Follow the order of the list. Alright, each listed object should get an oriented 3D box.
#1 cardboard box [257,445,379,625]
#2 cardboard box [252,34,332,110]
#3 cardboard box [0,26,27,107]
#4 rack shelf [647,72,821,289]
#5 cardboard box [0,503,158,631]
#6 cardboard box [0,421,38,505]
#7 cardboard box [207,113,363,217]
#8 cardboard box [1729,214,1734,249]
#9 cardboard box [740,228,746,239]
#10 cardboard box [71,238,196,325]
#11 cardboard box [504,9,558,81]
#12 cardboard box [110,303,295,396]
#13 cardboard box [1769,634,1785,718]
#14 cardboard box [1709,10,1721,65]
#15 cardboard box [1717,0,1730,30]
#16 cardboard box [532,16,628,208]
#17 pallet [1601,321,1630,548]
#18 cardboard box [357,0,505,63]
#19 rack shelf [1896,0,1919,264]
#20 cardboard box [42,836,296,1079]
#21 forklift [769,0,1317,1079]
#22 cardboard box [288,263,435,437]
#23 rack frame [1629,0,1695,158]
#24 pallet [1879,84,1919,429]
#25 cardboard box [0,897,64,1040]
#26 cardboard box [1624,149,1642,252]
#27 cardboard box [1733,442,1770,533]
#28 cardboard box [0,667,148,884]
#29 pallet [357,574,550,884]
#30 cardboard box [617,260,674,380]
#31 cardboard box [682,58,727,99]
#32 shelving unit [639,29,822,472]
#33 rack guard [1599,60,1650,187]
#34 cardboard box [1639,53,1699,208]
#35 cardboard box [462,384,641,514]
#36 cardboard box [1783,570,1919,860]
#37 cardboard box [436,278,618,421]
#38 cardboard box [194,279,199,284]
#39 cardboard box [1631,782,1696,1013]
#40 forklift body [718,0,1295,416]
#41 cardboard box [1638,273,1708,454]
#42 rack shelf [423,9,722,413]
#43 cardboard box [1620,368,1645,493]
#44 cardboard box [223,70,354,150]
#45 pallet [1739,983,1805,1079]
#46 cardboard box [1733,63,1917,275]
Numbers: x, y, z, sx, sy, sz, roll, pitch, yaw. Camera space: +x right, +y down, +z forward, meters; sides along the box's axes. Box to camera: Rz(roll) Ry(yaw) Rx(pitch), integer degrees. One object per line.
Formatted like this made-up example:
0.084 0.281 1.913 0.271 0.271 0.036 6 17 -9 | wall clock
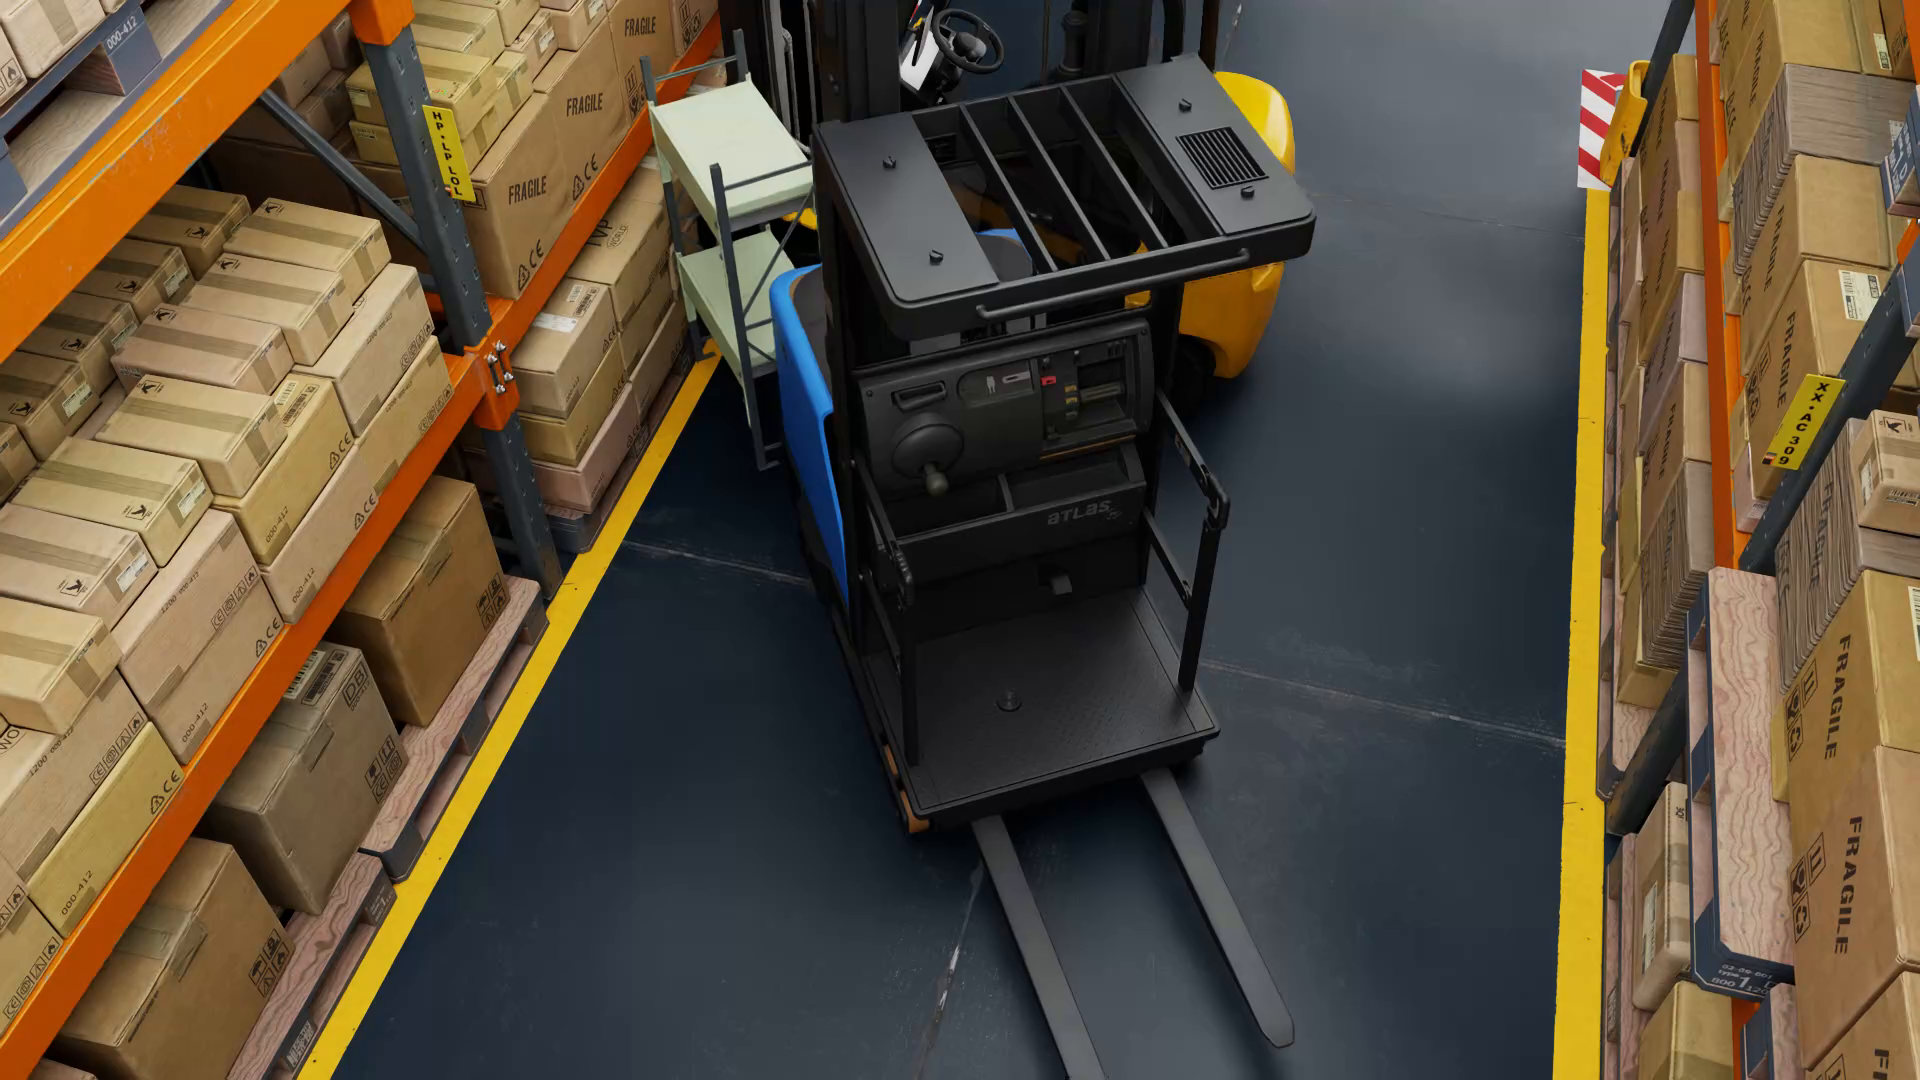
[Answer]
-2.060 -0.064 4.825 0.500 0.250 0.500 11 50 10 | cardboard box
-2.260 -1.531 5.322 0.380 0.149 0.250 12 50 10 | cardboard box
-2.210 -0.903 3.177 0.500 0.311 0.500 10 49 9 | cardboard box
-0.822 -1.345 6.183 0.431 0.370 0.720 -21 52 -16 | rack shelf
-2.236 0.079 4.099 0.380 0.149 0.250 12 50 10 | cardboard box
-2.677 -0.202 4.347 0.380 0.149 0.250 12 50 10 | cardboard box
-2.195 -1.306 5.754 0.500 0.500 0.500 11 50 10 | cardboard box
2.888 -1.042 5.755 0.380 0.149 0.250 11 49 9 | cardboard box
-1.214 -1.517 7.561 0.500 0.250 0.500 13 50 11 | cardboard box
-2.473 -0.747 4.828 0.380 0.149 0.250 10 49 9 | cardboard box
-1.607 -1.703 5.671 0.380 0.149 0.250 11 50 10 | cardboard box
-2.094 -0.495 4.605 0.380 0.149 0.250 12 50 10 | cardboard box
2.287 0.364 4.235 0.380 0.149 0.250 12 50 11 | cardboard box
3.189 -1.987 6.590 0.380 0.149 0.250 12 50 11 | cardboard box
3.264 -2.279 6.415 0.500 0.500 0.500 13 50 11 | cardboard box
-1.563 -1.577 5.993 0.500 0.500 0.500 12 50 11 | cardboard box
3.199 -0.373 6.857 1.003 0.211 1.213 12 50 10 | pallet
-1.718 -1.623 5.403 0.380 0.149 0.250 12 50 11 | cardboard box
3.264 -2.119 5.017 1.077 0.370 4.000 12 50 10 | rack shelf
-2.587 1.236 4.881 0.875 0.625 0.625 10 49 8 | cardboard box
0.225 -0.302 4.980 1.130 2.935 3.031 -14 50 -12 | forklift
-1.935 -0.605 4.969 0.500 0.250 0.500 11 49 9 | cardboard box
3.790 -2.811 7.149 1.000 3.000 0.127 12 50 10 | rack frame
2.472 -0.423 3.166 1.213 0.211 1.003 12 50 10 | pallet
-2.487 1.039 3.851 0.500 0.250 0.500 10 49 9 | cardboard box
3.311 -1.511 7.556 0.500 0.250 0.500 11 50 10 | cardboard box
2.528 -0.127 4.948 0.380 0.149 0.250 11 50 10 | cardboard box
-2.355 0.499 3.995 0.500 0.250 0.500 12 50 11 | cardboard box
-2.209 0.569 6.026 1.003 0.211 1.213 12 50 10 | pallet
-1.497 -0.943 6.721 0.500 0.250 0.500 11 50 10 | cardboard box
-1.213 -1.851 7.189 0.500 0.250 0.500 11 49 9 | cardboard box
-0.816 -1.090 6.479 0.431 1.500 0.755 -21 52 -16 | shelving unit
3.770 -1.929 8.038 1.175 0.500 0.348 12 50 10 | rack guard
3.305 -1.742 7.259 0.500 0.500 0.500 10 49 9 | cardboard box
-1.606 -0.408 6.582 0.500 0.250 0.500 12 50 10 | cardboard box
2.206 0.457 3.720 0.500 0.500 0.500 12 50 10 | cardboard box
-1.623 -0.742 6.210 0.500 0.250 0.500 11 49 9 | cardboard box
-2.433 -0.694 5.047 0.500 0.250 0.500 11 49 9 | cardboard box
2.601 1.193 5.088 0.950 0.372 0.625 12 50 11 | cardboard box
0.261 -1.775 6.801 2.313 2.155 1.214 12 50 10 | forklift body
2.899 -0.613 6.263 0.500 0.500 0.500 14 50 12 | cardboard box
-1.526 -2.103 7.004 1.077 0.370 4.000 12 50 10 | rack shelf
2.902 -0.382 6.559 0.500 0.250 0.500 12 50 11 | cardboard box
-2.216 -1.426 5.427 0.380 0.149 0.250 11 50 10 | cardboard box
2.166 1.599 3.385 1.003 0.211 1.213 12 50 10 | pallet
2.875 -1.170 5.435 0.500 0.500 0.500 13 50 11 | cardboard box
